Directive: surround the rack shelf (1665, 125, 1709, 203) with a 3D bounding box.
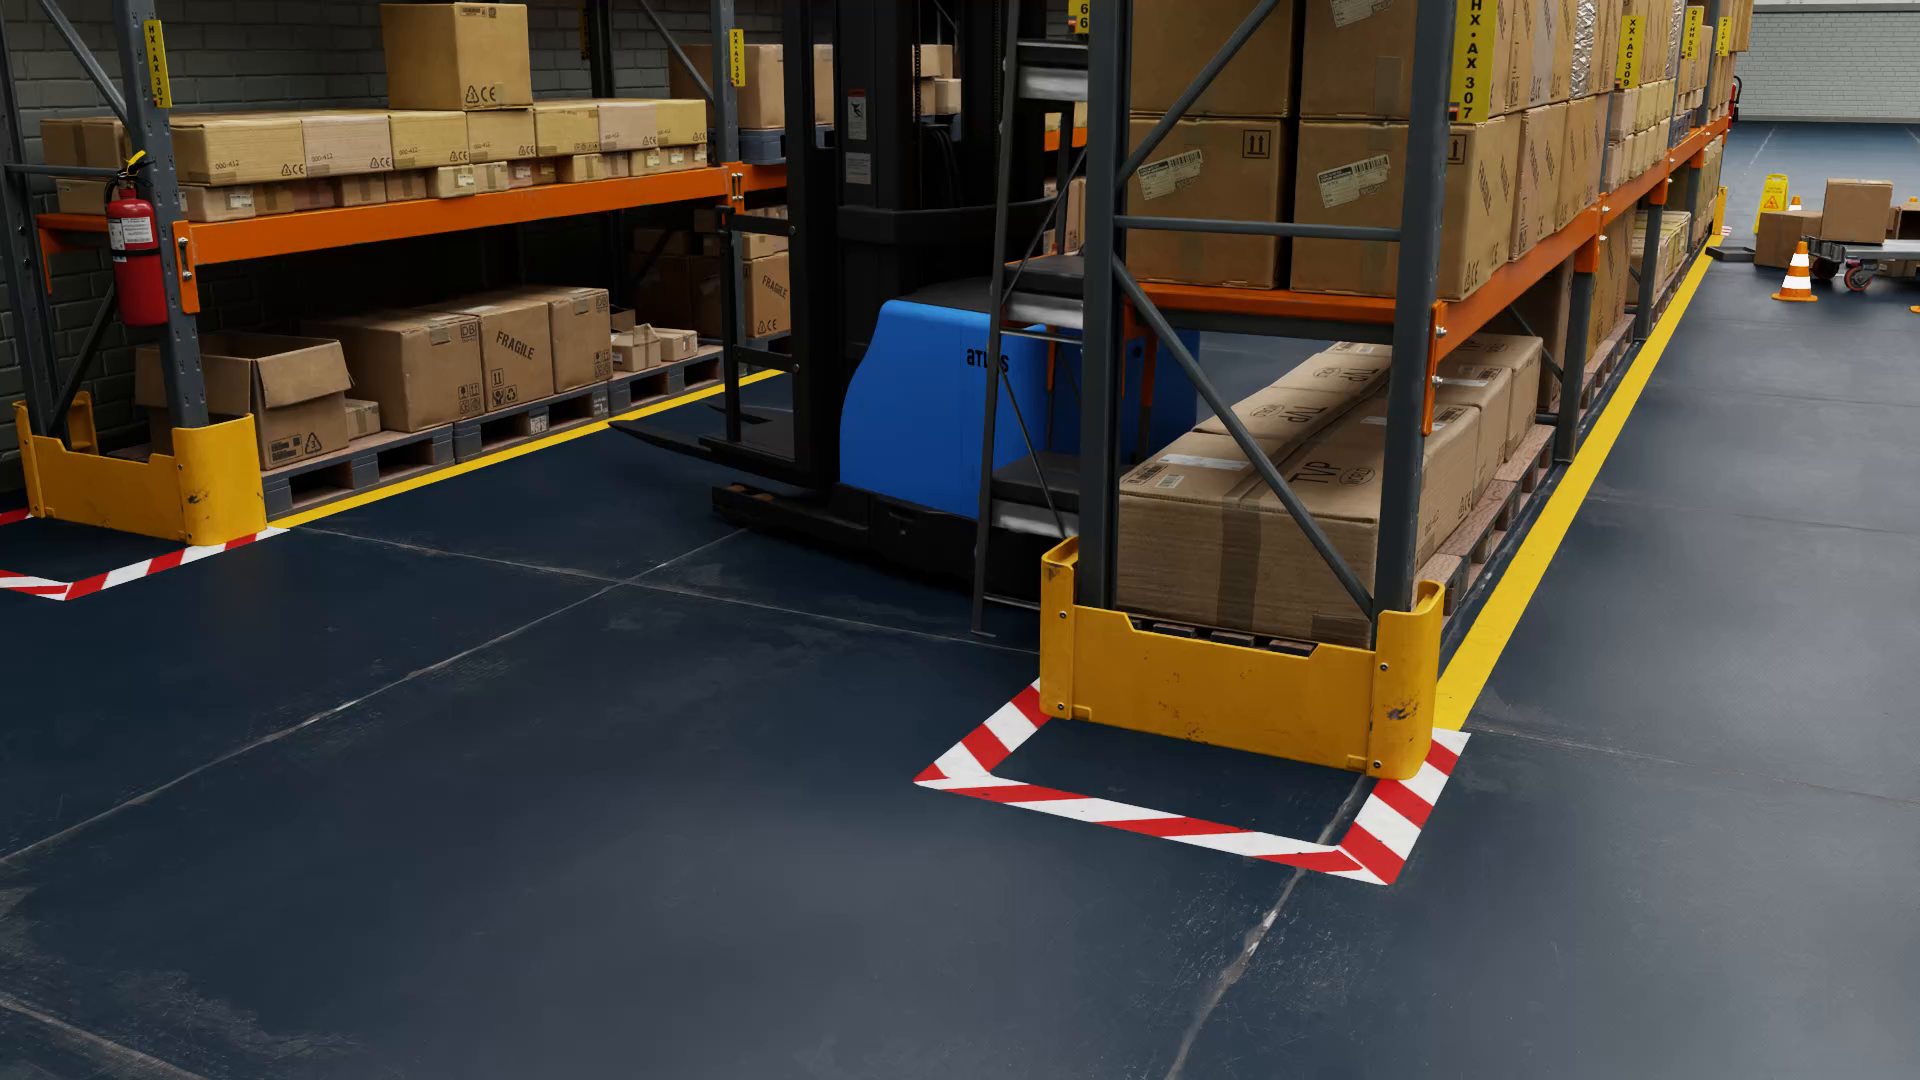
[{"bbox_3d":[5.306,-3.074,13.370,1.077,0.370,4.000,8,18,25],"label":"rack shelf"}]

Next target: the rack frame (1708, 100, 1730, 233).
[{"bbox_3d":[7.987,-4.947,18.413,1.000,3.000,0.127,8,18,25],"label":"rack frame"}]

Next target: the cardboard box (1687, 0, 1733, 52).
[{"bbox_3d":[6.590,-4.683,15.068,0.700,0.500,0.500,8,18,25],"label":"cardboard box"}]

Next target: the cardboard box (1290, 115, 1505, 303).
[{"bbox_3d":[1.309,-1.006,4.966,0.500,0.500,0.500,8,18,25],"label":"cardboard box"}]

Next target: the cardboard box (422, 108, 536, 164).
[{"bbox_3d":[-2.503,-2.045,8.383,0.500,0.250,0.500,8,18,24],"label":"cardboard box"}]

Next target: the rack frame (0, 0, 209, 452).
[{"bbox_3d":[-3.605,-1.502,6.814,1.000,3.000,0.127,8,18,25],"label":"rack frame"}]

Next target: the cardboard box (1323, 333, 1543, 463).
[{"bbox_3d":[2.248,-0.718,7.934,0.875,0.438,0.875,8,18,25],"label":"cardboard box"}]

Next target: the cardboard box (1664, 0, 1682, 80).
[{"bbox_3d":[4.193,-3.140,10.397,0.500,0.500,0.500,8,19,26],"label":"cardboard box"}]

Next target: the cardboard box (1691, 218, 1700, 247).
[{"bbox_3d":[6.705,-2.928,15.705,0.500,0.250,0.500,7,18,23],"label":"cardboard box"}]

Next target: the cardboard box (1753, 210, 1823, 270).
[{"bbox_3d":[7.895,-2.831,15.674,0.500,0.500,0.500,-7,18,-22],"label":"cardboard box"}]

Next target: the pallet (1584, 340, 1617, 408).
[{"bbox_3d":[3.446,-1.072,10.263,1.003,0.211,1.213,8,18,25],"label":"pallet"}]

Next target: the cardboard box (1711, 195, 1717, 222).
[{"bbox_3d":[7.856,-3.584,17.916,0.500,0.250,0.500,8,18,25],"label":"cardboard box"}]

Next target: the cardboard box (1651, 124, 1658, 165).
[{"bbox_3d":[3.965,-2.418,10.159,0.500,0.250,0.500,8,18,25],"label":"cardboard box"}]

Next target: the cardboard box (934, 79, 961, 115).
[{"bbox_3d":[-0.212,-3.360,12.593,0.500,0.250,0.500,7,18,23],"label":"cardboard box"}]

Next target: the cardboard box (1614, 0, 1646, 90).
[{"bbox_3d":[3.078,-2.493,8.219,0.500,0.500,0.500,8,18,26],"label":"cardboard box"}]

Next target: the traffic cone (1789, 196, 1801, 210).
[{"bbox_3d":[8.949,-3.458,17.853,0.336,0.463,0.334,8,18,25],"label":"traffic cone"}]

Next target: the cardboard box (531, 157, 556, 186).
[{"bbox_3d":[-2.371,-1.966,8.815,0.380,0.149,0.250,8,18,26],"label":"cardboard box"}]

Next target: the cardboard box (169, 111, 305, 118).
[{"bbox_3d":[-3.405,-1.855,7.743,0.500,0.250,0.500,8,18,26],"label":"cardboard box"}]

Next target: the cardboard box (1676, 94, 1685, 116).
[{"bbox_3d":[5.185,-3.249,12.397,0.380,0.149,0.250,8,18,26],"label":"cardboard box"}]

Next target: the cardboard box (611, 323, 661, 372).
[{"bbox_3d":[-1.963,-1.142,9.665,0.396,0.266,0.258,9,19,27],"label":"cardboard box"}]

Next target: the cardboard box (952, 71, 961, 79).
[{"bbox_3d":[-0.078,-3.858,14.130,0.500,0.250,0.500,9,19,27],"label":"cardboard box"}]

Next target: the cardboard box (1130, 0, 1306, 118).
[{"bbox_3d":[0.840,-1.552,5.050,0.500,0.500,0.500,9,19,27],"label":"cardboard box"}]

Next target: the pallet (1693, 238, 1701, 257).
[{"bbox_3d":[7.012,-3.079,17.021,1.003,0.211,1.213,8,18,25],"label":"pallet"}]

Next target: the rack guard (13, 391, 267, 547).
[{"bbox_3d":[-3.571,-0.324,7.236,1.175,0.500,0.348,8,18,25],"label":"rack guard"}]

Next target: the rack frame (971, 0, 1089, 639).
[{"bbox_3d":[0.278,-0.648,5.333,0.400,2.100,0.015,11,18,24],"label":"rack frame"}]

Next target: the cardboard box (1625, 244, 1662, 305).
[{"bbox_3d":[4.673,-1.994,12.347,0.950,0.372,0.625,7,18,22],"label":"cardboard box"}]

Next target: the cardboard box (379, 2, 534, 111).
[{"bbox_3d":[-2.491,-2.396,8.247,0.500,0.500,0.500,9,19,27],"label":"cardboard box"}]

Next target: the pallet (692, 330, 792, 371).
[{"bbox_3d":[-1.488,-1.396,11.356,1.003,0.211,1.213,8,18,25],"label":"pallet"}]

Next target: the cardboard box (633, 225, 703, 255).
[{"bbox_3d":[-1.911,-1.966,10.888,0.380,0.149,0.250,7,18,23],"label":"cardboard box"}]

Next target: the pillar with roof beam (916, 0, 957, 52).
[{"bbox_3d":[3.597,-6.315,12.481,9.100,9.000,0.400,8,18,25],"label":"pillar with roof beam"}]

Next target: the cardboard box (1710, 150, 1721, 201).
[{"bbox_3d":[7.632,-3.819,17.390,0.500,0.500,0.500,9,19,27],"label":"cardboard box"}]

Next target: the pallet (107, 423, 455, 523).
[{"bbox_3d":[-3.216,-0.388,7.961,1.003,0.211,1.213,8,18,25],"label":"pallet"}]

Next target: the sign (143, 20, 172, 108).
[{"bbox_3d":[-3.119,-1.848,6.459,0.100,0.325,0.005,8,18,25],"label":"sign"}]

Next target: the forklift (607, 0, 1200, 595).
[{"bbox_3d":[-0.439,-1.531,7.033,1.130,2.935,3.031,-16,23,-42],"label":"forklift"}]

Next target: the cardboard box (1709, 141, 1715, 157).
[{"bbox_3d":[7.160,-3.822,16.261,0.380,0.149,0.250,9,19,29],"label":"cardboard box"}]

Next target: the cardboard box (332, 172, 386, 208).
[{"bbox_3d":[-2.886,-1.629,7.683,0.380,0.149,0.250,9,19,27],"label":"cardboard box"}]

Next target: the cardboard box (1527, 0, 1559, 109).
[{"bbox_3d":[1.754,-1.750,5.715,0.500,0.500,0.500,8,18,25],"label":"cardboard box"}]

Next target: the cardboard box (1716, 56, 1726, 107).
[{"bbox_3d":[7.085,-4.453,16.049,0.500,0.500,0.500,8,18,25],"label":"cardboard box"}]

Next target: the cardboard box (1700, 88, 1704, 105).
[{"bbox_3d":[6.216,-3.843,14.399,0.380,0.149,0.250,8,18,26],"label":"cardboard box"}]

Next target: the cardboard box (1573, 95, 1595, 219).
[{"bbox_3d":[2.421,-1.656,7.157,0.500,0.500,0.500,8,18,24],"label":"cardboard box"}]

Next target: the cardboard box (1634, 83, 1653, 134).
[{"bbox_3d":[3.531,-2.396,9.209,0.500,0.250,0.500,8,18,26],"label":"cardboard box"}]

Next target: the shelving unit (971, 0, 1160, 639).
[{"bbox_3d":[0.387,-0.705,5.544,0.431,2.100,0.503,11,18,24],"label":"shelving unit"}]

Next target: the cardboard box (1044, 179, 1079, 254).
[{"bbox_3d":[0.546,-2.928,15.046,0.875,0.625,0.625,9,19,27],"label":"cardboard box"}]

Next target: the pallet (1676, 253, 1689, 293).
[{"bbox_3d":[5.853,-2.393,14.711,1.003,0.211,1.213,8,18,25],"label":"pallet"}]

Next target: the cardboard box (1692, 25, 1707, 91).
[{"bbox_3d":[5.742,-3.916,13.506,0.500,0.500,0.500,9,19,27],"label":"cardboard box"}]

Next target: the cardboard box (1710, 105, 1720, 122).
[{"bbox_3d":[7.207,-4.172,16.244,0.380,0.149,0.250,8,18,26],"label":"cardboard box"}]

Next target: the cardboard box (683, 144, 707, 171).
[{"bbox_3d":[-1.734,-2.288,9.899,0.380,0.149,0.250,8,18,26],"label":"cardboard box"}]

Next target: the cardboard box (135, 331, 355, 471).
[{"bbox_3d":[-3.247,-0.651,7.594,0.797,0.503,0.637,7,18,23],"label":"cardboard box"}]
